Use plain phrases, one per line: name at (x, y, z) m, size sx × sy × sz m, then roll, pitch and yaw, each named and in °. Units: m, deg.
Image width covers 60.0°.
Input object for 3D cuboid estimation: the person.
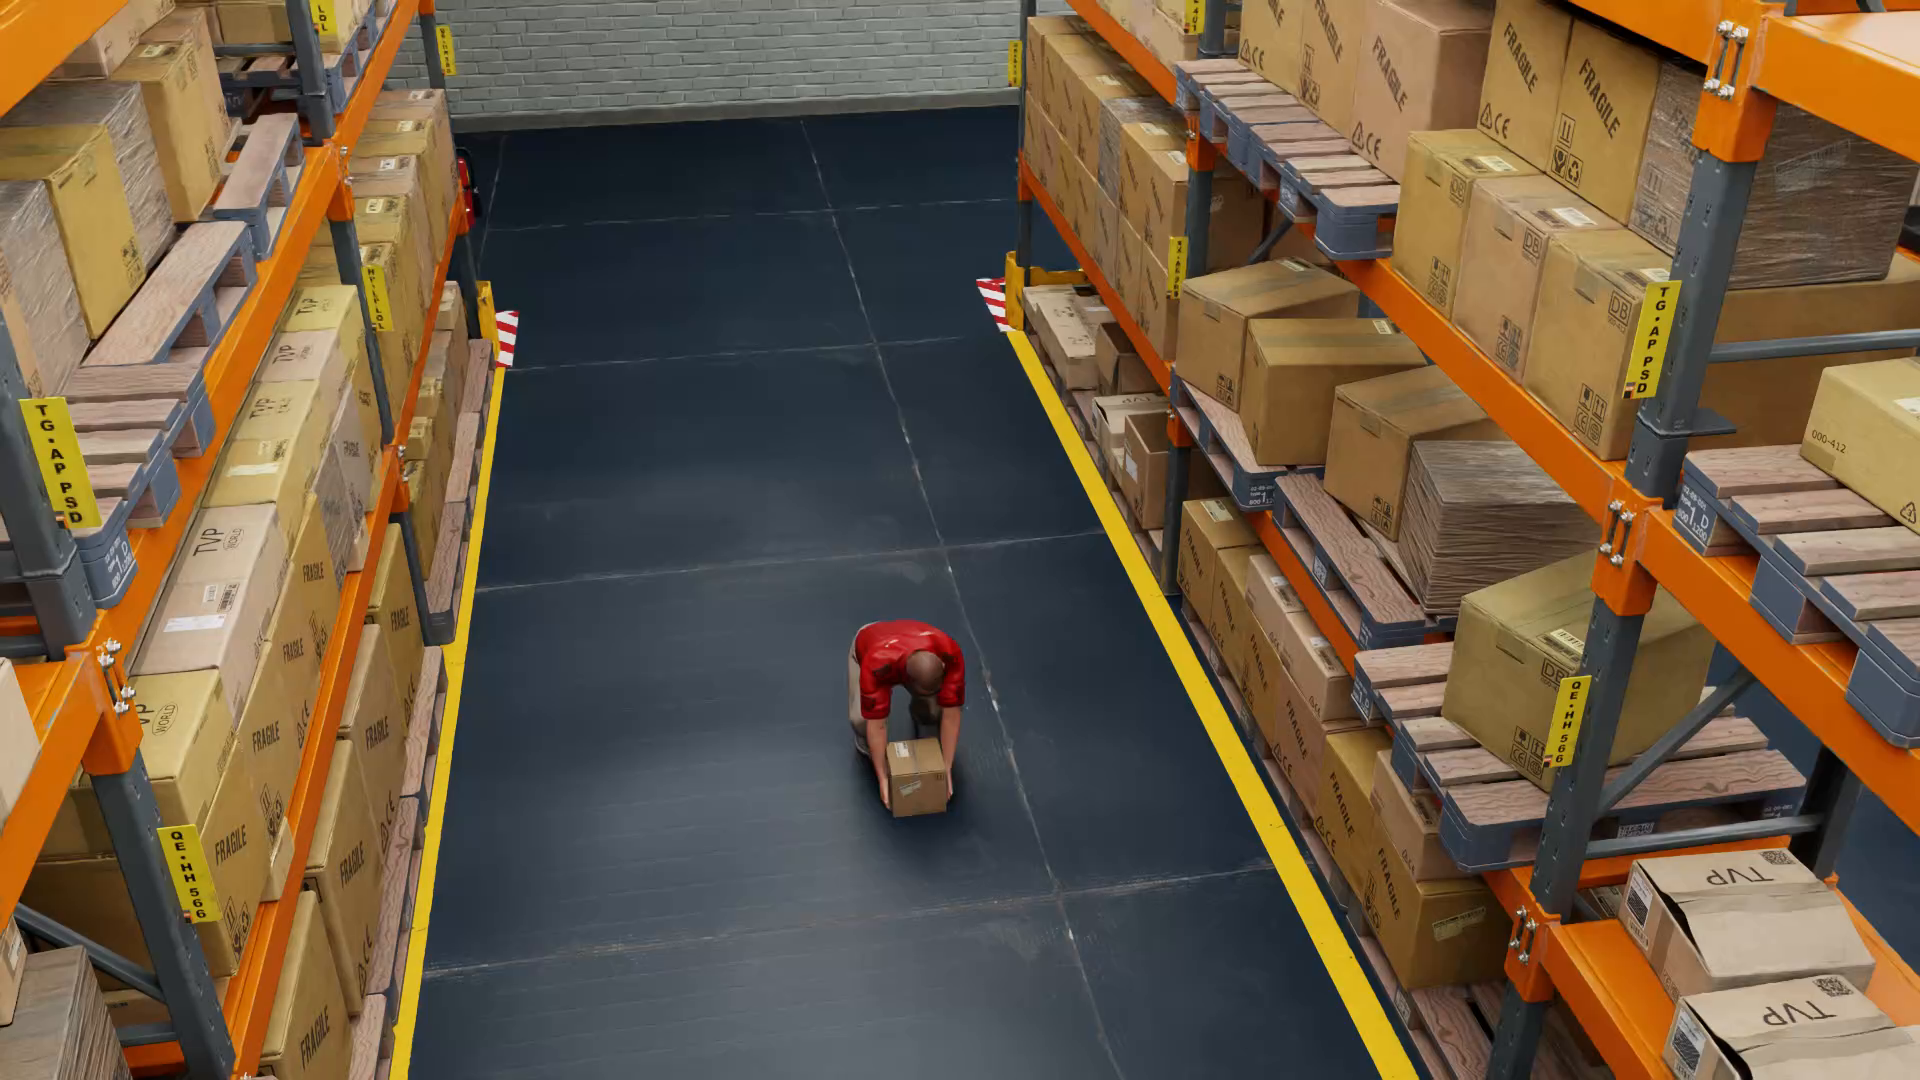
person at (-0.270, 0.711, 7.891) m, size 0.548 × 0.855 × 0.873 m, roll -5°, pitch 31°, yaw -9°
